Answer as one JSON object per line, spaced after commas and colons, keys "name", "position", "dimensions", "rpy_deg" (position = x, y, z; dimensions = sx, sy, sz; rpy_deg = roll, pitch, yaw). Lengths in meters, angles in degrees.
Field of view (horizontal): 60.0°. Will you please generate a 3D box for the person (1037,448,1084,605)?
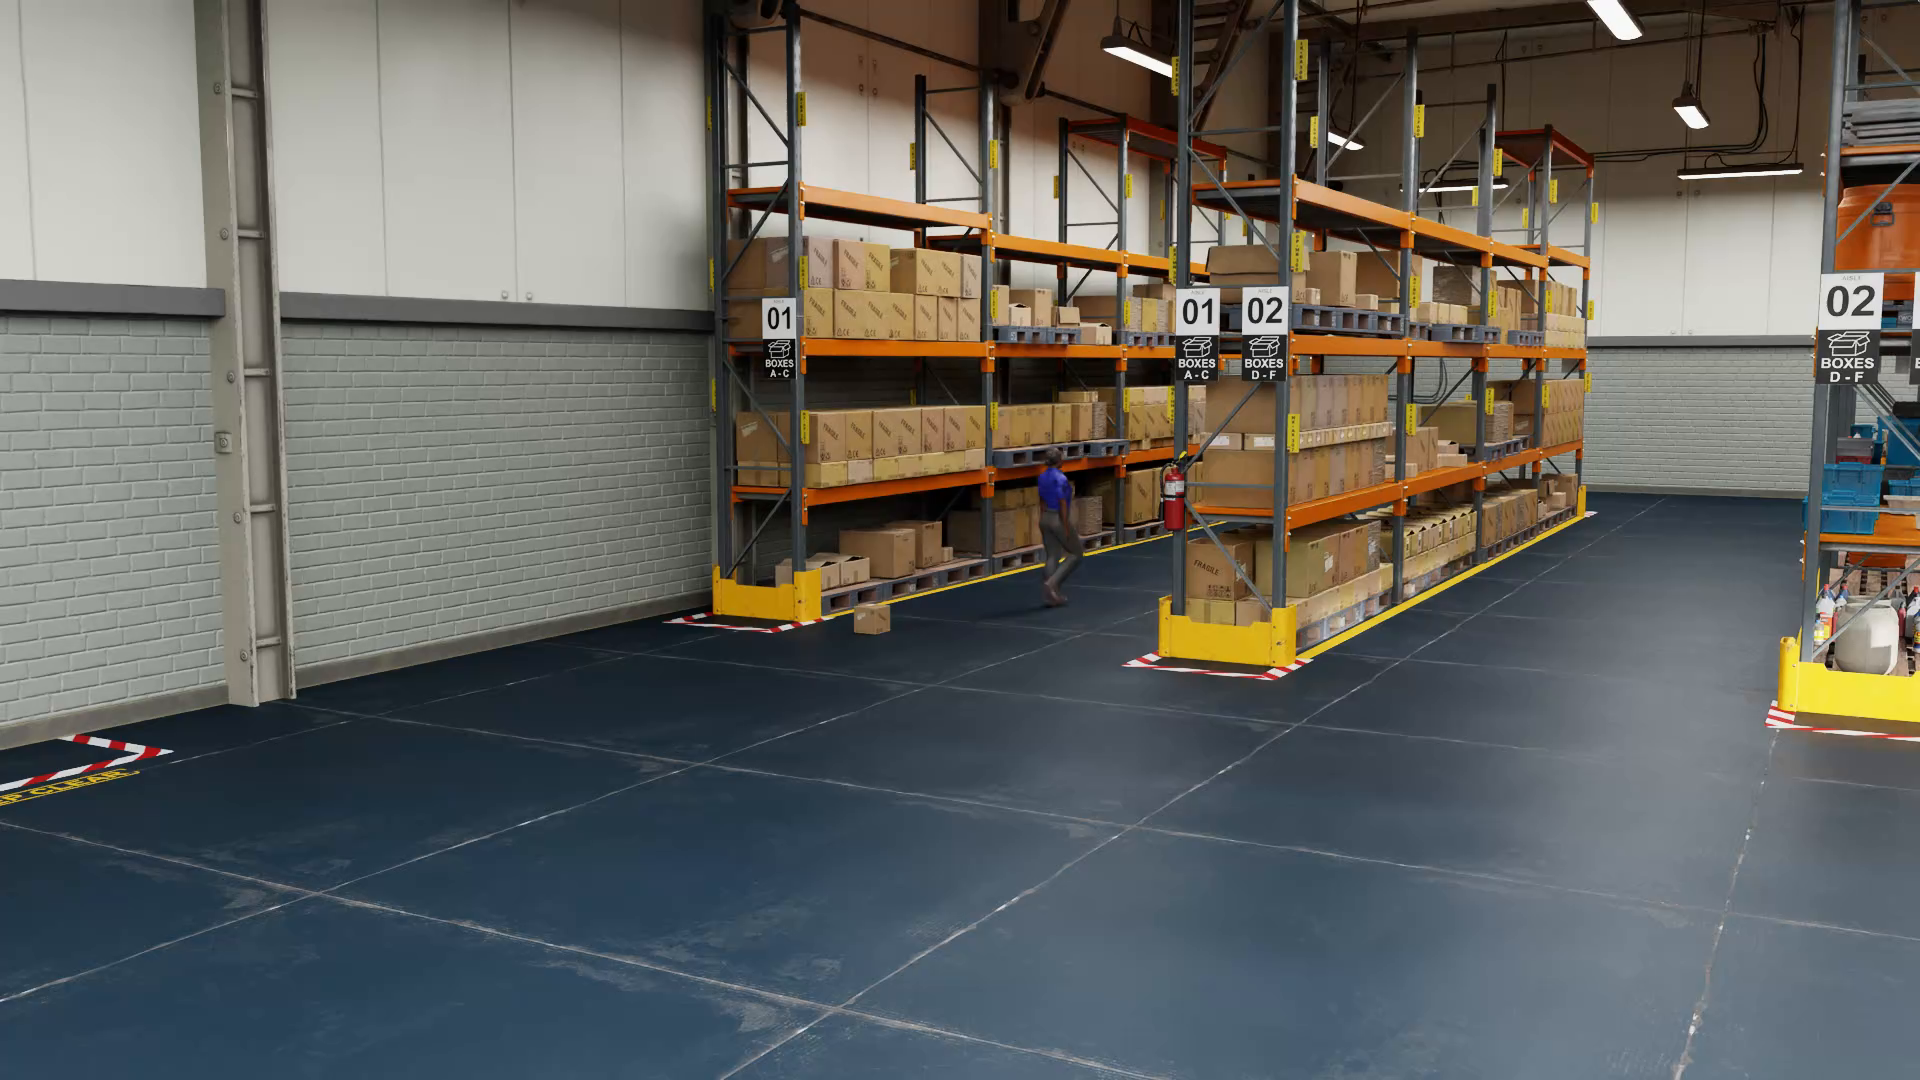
{"name": "person", "position": [1.032, -0.152, 17.569], "dimensions": [0.444, 1.654, 0.473], "rpy_deg": [-4, 7, -36]}
